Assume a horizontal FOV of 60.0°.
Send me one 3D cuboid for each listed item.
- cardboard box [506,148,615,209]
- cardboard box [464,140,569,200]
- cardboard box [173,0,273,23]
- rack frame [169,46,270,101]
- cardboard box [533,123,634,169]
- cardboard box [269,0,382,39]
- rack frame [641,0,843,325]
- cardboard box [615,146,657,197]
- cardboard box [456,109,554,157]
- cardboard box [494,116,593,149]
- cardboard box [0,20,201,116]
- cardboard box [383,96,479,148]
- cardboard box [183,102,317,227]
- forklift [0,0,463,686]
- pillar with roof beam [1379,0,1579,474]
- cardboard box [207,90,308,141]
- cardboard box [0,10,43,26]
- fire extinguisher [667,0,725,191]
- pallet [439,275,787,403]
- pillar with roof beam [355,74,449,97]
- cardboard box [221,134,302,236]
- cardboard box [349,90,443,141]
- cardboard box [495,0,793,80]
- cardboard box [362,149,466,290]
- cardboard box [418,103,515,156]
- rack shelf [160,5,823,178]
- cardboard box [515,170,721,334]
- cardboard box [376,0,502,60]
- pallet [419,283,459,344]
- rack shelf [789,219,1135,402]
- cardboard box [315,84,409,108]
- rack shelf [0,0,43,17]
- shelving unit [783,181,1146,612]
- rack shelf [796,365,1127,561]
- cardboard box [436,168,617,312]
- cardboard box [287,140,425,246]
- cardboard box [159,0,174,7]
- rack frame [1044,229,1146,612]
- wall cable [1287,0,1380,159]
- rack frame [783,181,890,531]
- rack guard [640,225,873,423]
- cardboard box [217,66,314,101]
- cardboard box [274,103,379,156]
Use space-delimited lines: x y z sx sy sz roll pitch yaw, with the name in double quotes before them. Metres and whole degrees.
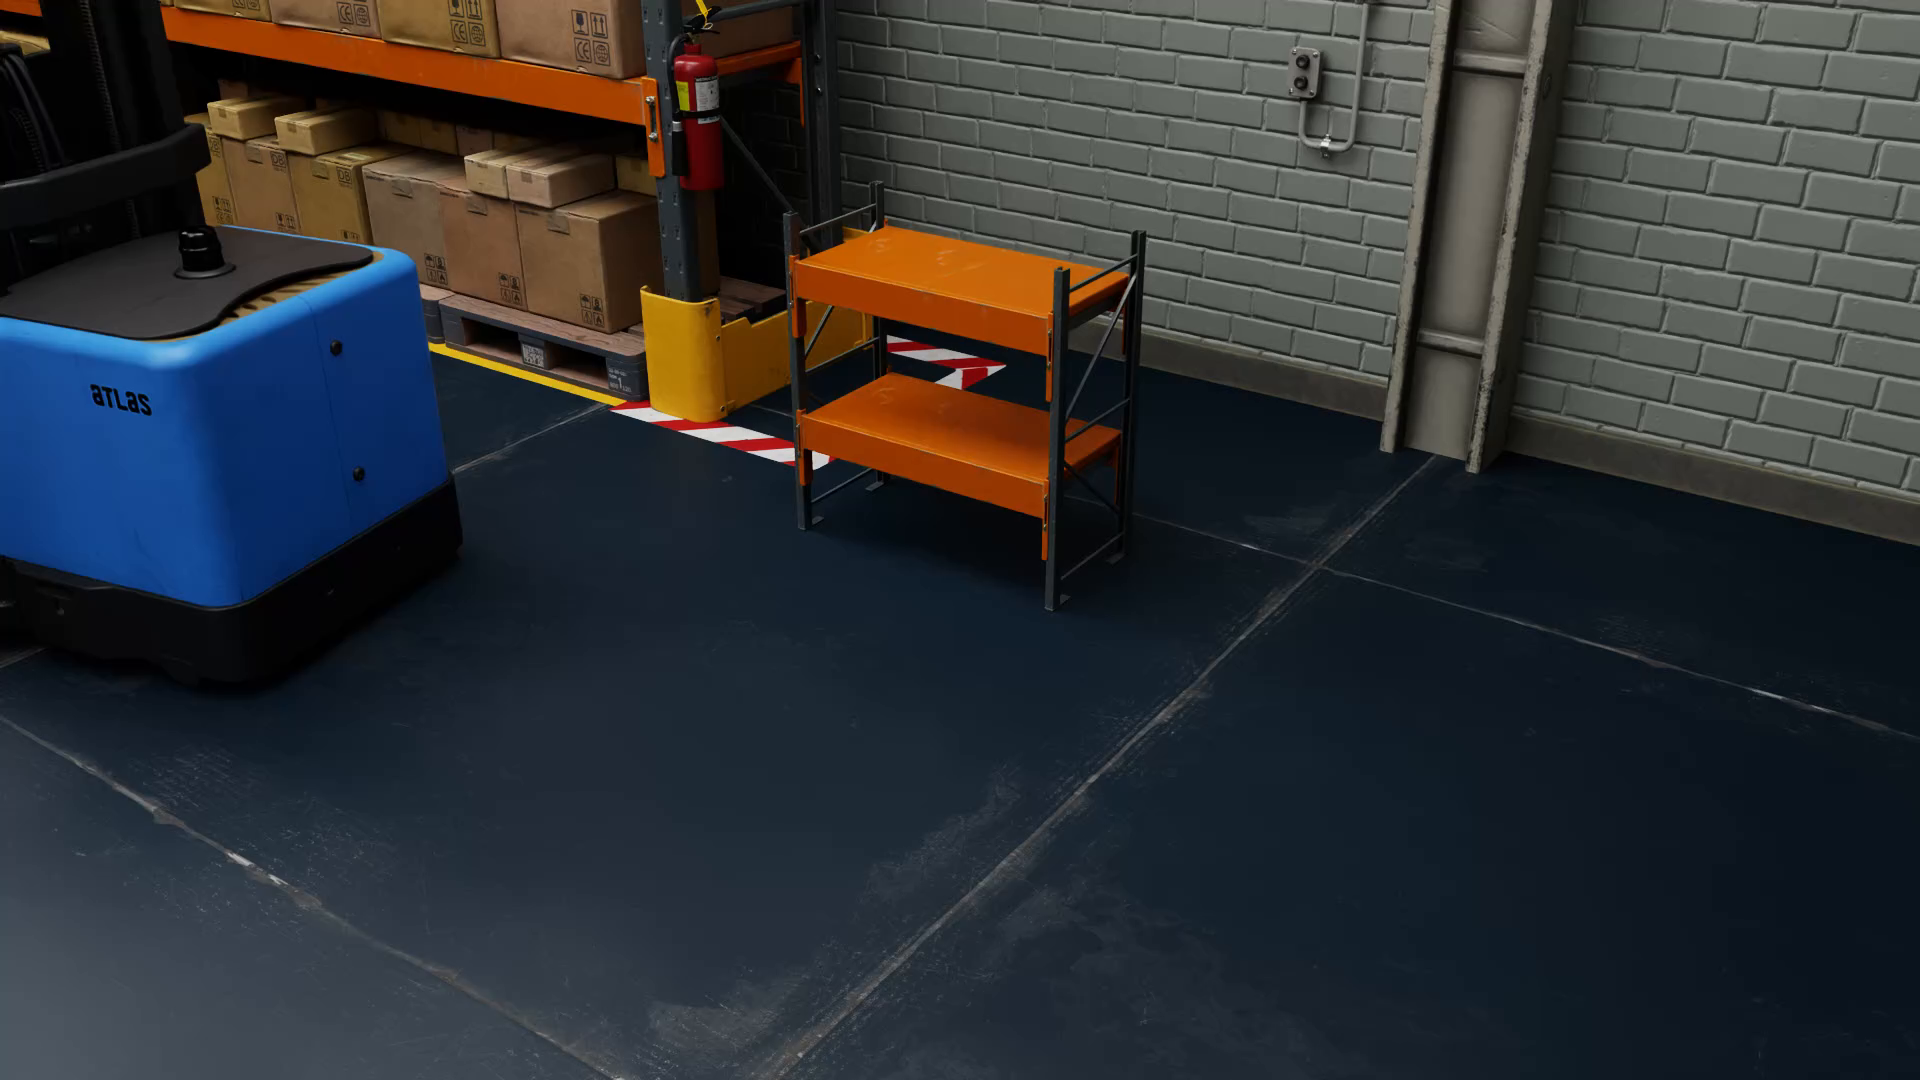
"cardboard box" -1.686 -1.532 7.030 0.250 0.149 0.380 17 31 30
"cardboard box" -1.897 -1.597 7.159 0.250 0.149 0.380 18 32 32
"cardboard box" -3.104 -2.888 7.787 0.700 0.700 0.980 16 31 29
"rack frame" -4.140 -3.089 8.513 0.127 3.000 1.000 17 32 30
"cardboard box" -1.679 -1.739 7.438 0.250 0.149 0.380 17 32 30
"cardboard box" -2.498 -2.705 7.427 0.700 0.700 0.980 16 31 28
"rack frame" -0.843 -2.062 6.495 0.127 3.000 1.000 17 32 30
"cardboard box" -1.260 -1.610 7.183 0.250 0.149 0.380 18 32 31
"cardboard box" -2.095 -1.869 7.693 0.250 0.149 0.380 18 32 31
"cardboard box" -1.885 -1.804 7.565 0.250 0.149 0.380 18 32 31
"cardboard box" -4.750 -2.437 9.138 0.750 0.750 0.750 18 32 31
"cardboard box" -2.515 -2.000 7.950 0.250 0.149 0.380 17 31 29
"cardboard box" -3.582 -1.932 8.533 0.500 0.500 0.700 18 32 31
"forklift" -3.231 -1.305 5.083 3.031 2.935 1.130 11 29 20
"pillar with roof beam" -0.565 -2.757 1.245 0.400 9.000 9.100 17 32 30
"cardboard box" -3.403 -2.065 8.079 0.250 0.149 0.380 19 32 32
"cardboard box" -5.484 -2.664 9.585 0.750 0.750 0.750 18 32 32
"fire extinguisher" -0.980 -1.650 6.182 0.183 0.674 0.296 17 32 30
"pallet" -1.547 -0.996 7.474 1.213 0.211 1.003 17 32 30
"pillar with roof beam" -5.511 -4.297 4.272 0.400 9.000 9.100 17 32 30
"cardboard box" -3.170 -1.802 8.277 0.500 0.500 0.700 17 32 30
"cardboard box" -2.728 -2.066 8.079 0.250 0.149 0.380 18 32 31
"cardboard box" -1.269 -2.323 6.677 0.700 0.700 0.980 19 33 33
"cardboard box" -2.304 -1.535 7.752 0.500 0.500 0.700 16 31 29
"cardboard box" -2.307 -1.934 7.822 0.250 0.149 0.380 18 32 31
"rack shelf" -2.492 -2.255 7.667 4.000 0.370 1.077 17 32 30
"cardboard box" -1.477 -1.278 7.247 0.500 0.500 0.700 17 32 30
"cardboard box" -1.875 -2.506 7.036 0.700 0.700 0.980 17 32 30
"pallet" -2.548 -1.309 8.090 1.213 0.211 1.003 17 32 30
"rack shelf" 0.006 -0.760 5.359 1.000 0.278 0.538 17 32 30
"cardboard box" -2.936 -2.131 8.208 0.250 0.149 0.380 16 31 29
"rack shelf" -5.789 -3.282 9.686 4.000 0.370 1.077 17 32 30
"shelving unit" 0.006 -0.500 5.491 1.048 1.125 0.538 17 32 30
"rack shelf" 0.006 -0.282 5.602 1.000 0.278 0.538 17 32 30
"cardboard box" -1.889 -1.406 7.499 0.500 0.500 0.700 17 32 30
"cardboard box" -2.748 -1.669 8.016 0.500 0.500 0.700 18 32 31
"cardboard box" -3.702 -3.078 8.160 0.700 0.700 0.980 18 32 31
"rack frame" 0.425 -0.369 5.235 0.032 1.125 0.500 17 32 30
"wall cable" 0.748 -2.540 6.313 1.851 1.984 0.084 17 32 30
"rack frame" -0.413 -0.630 5.748 0.032 1.125 0.500 17 32 30
"rack guard" -0.823 -0.942 7.050 0.348 0.500 1.175 17 32 30
"cardboard box" -3.589 -2.333 8.604 0.250 0.149 0.380 17 32 30
"cardboard box" -2.973 -1.931 7.815 0.250 0.149 0.380 16 31 29
